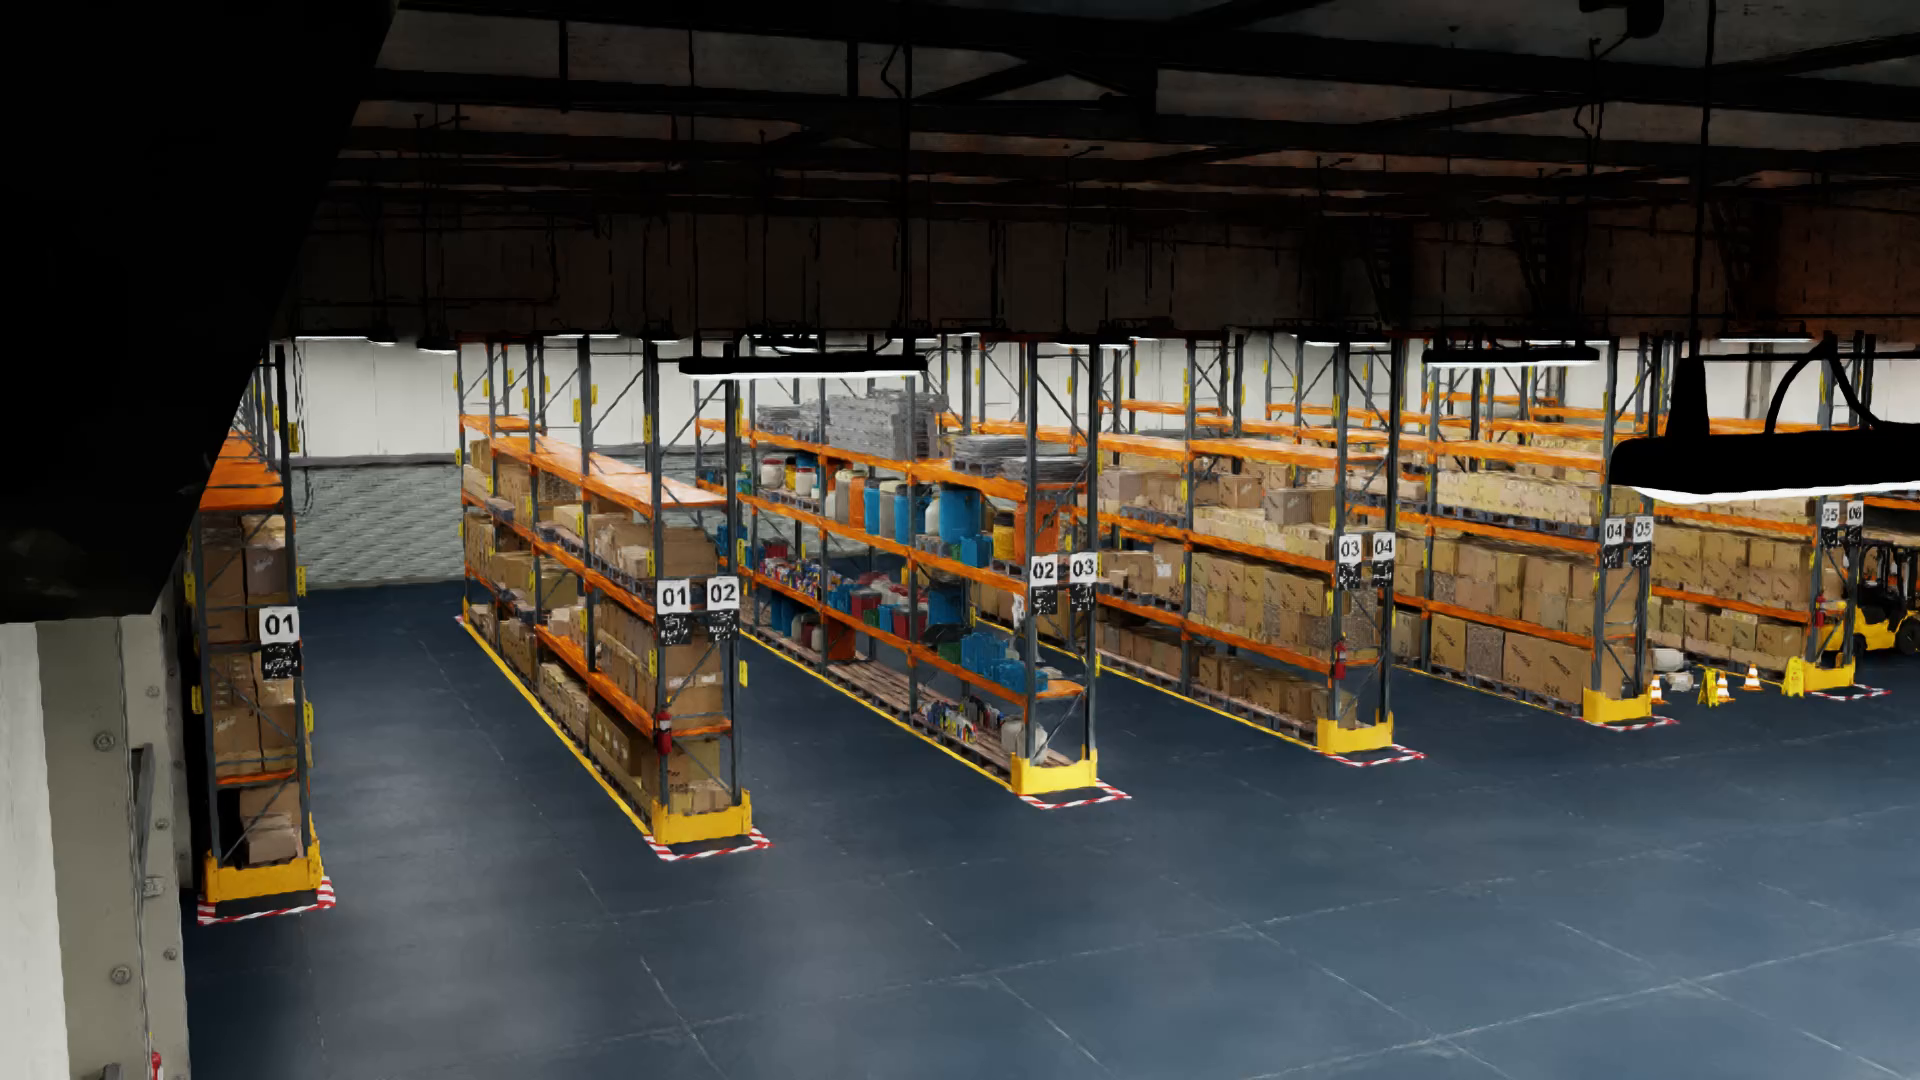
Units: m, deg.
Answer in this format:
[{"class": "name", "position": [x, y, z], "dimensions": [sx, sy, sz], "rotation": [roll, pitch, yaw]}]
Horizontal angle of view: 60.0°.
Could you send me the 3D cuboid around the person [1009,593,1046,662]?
[{"class": "person", "position": [1.189, 1.413, 30.492], "dimensions": [0.495, 1.567, 1.067], "rotation": [-3, 8, -22]}]
